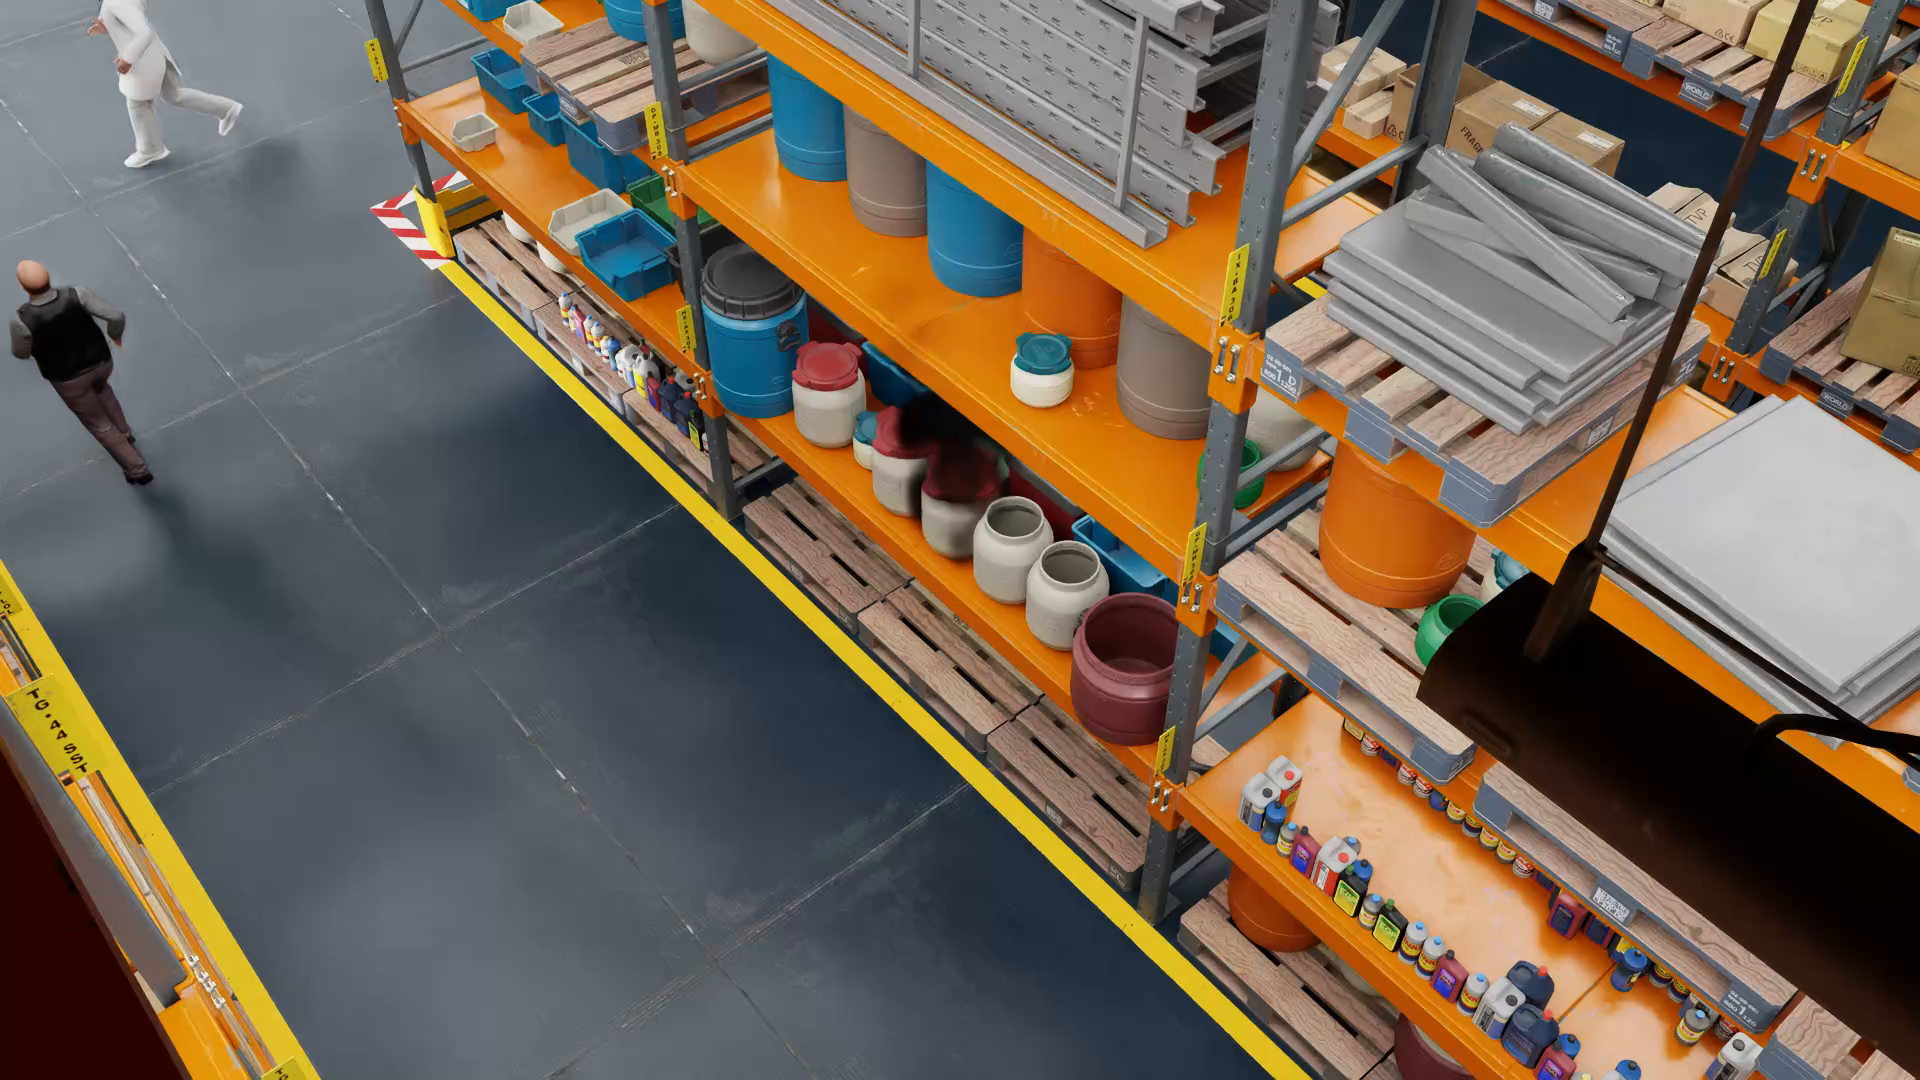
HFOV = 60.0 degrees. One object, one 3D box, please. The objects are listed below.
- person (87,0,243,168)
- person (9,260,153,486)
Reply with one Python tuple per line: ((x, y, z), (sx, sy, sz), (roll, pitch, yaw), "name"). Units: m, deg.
((-6.509, -3.852, 13.420), (1.041, 1.790, 0.717), (-6, 47, -6), "person")
((-5.710, -1.093, 10.831), (0.783, 1.775, 0.631), (28, 53, 24), "person")
